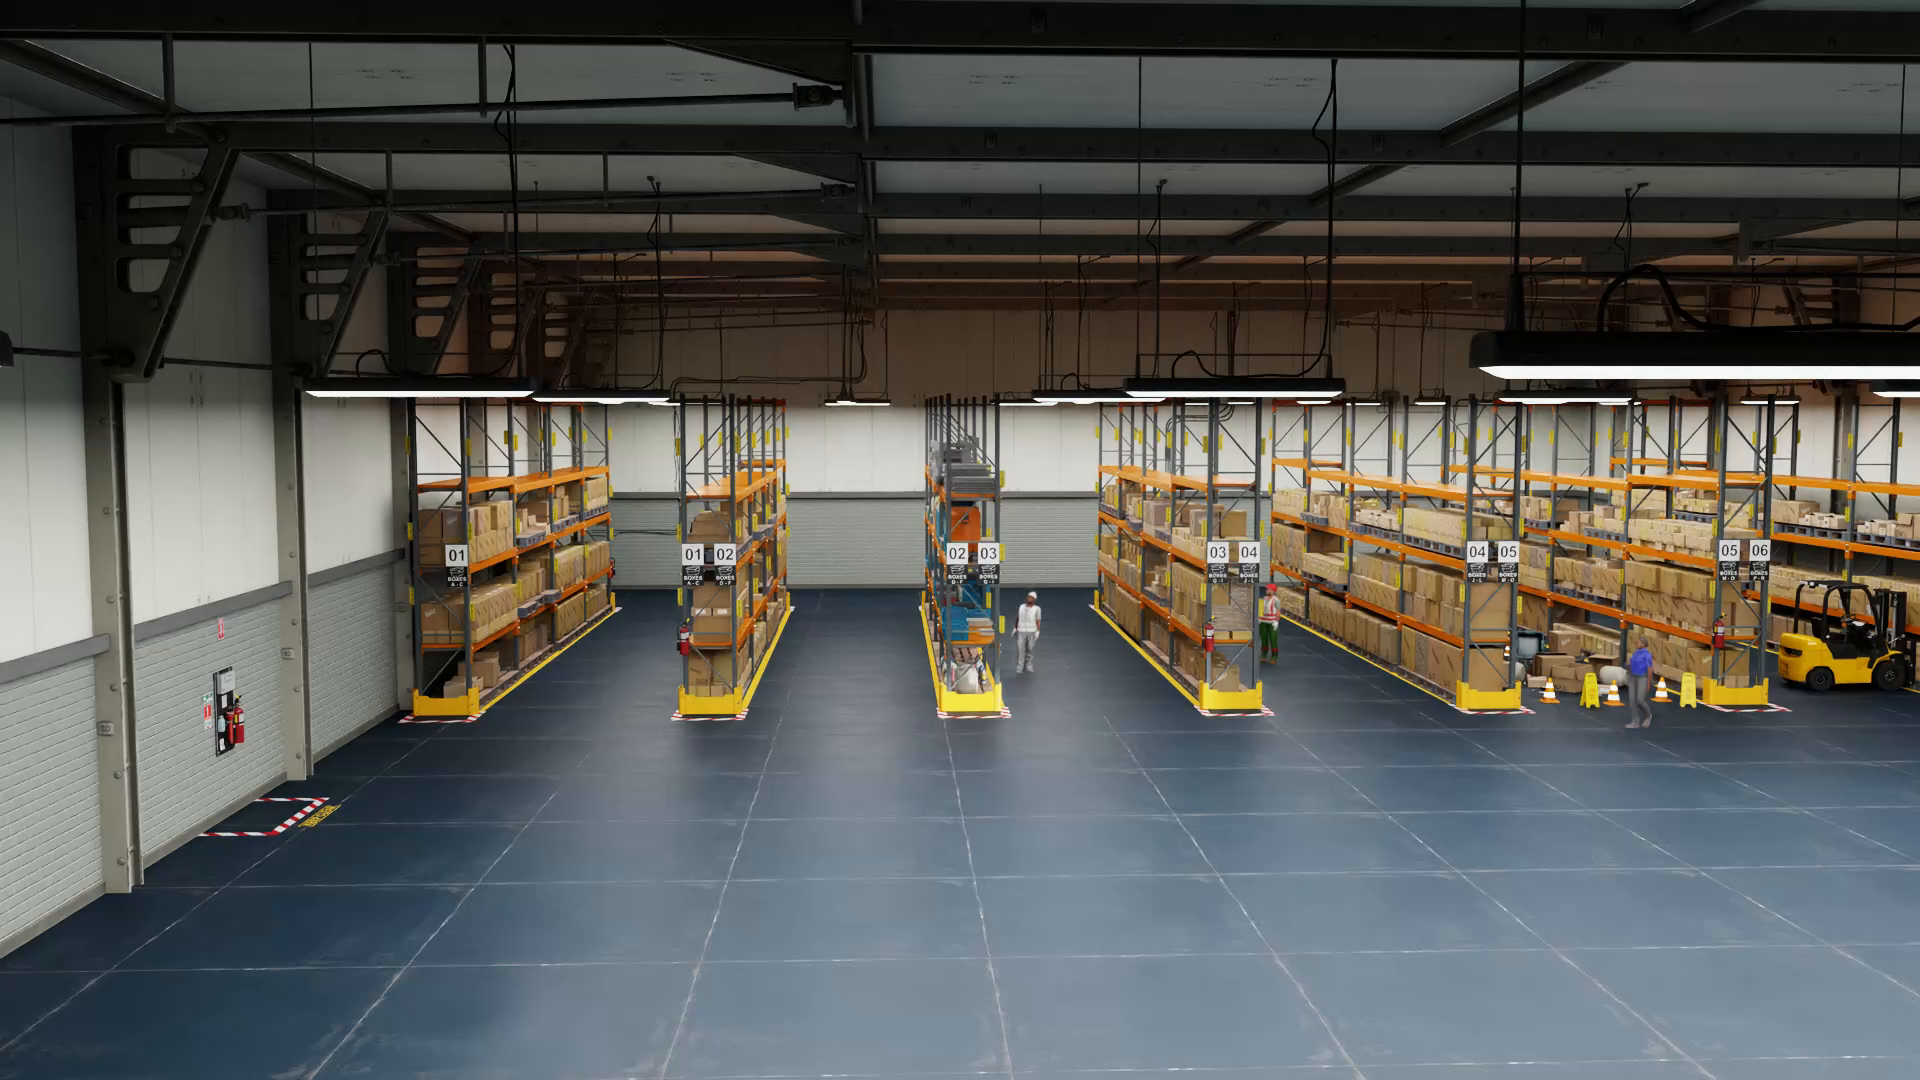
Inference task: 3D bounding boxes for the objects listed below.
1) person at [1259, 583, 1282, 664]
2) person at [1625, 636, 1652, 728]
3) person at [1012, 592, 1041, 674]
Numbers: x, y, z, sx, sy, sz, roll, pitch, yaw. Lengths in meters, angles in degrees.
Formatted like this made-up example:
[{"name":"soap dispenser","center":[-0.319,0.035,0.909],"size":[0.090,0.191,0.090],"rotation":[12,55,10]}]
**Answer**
[{"name":"person","center":[6.959,1.881,37.457],"size":[0.587,1.806,0.400],"rotation":[4,6,39]},{"name":"person","center":[12.105,2.540,29.648],"size":[0.438,1.649,0.475],"rotation":[-3,6,-37]},{"name":"person","center":[1.435,2.007,35.925],"size":[0.641,1.763,0.638],"rotation":[0,5,3]}]
